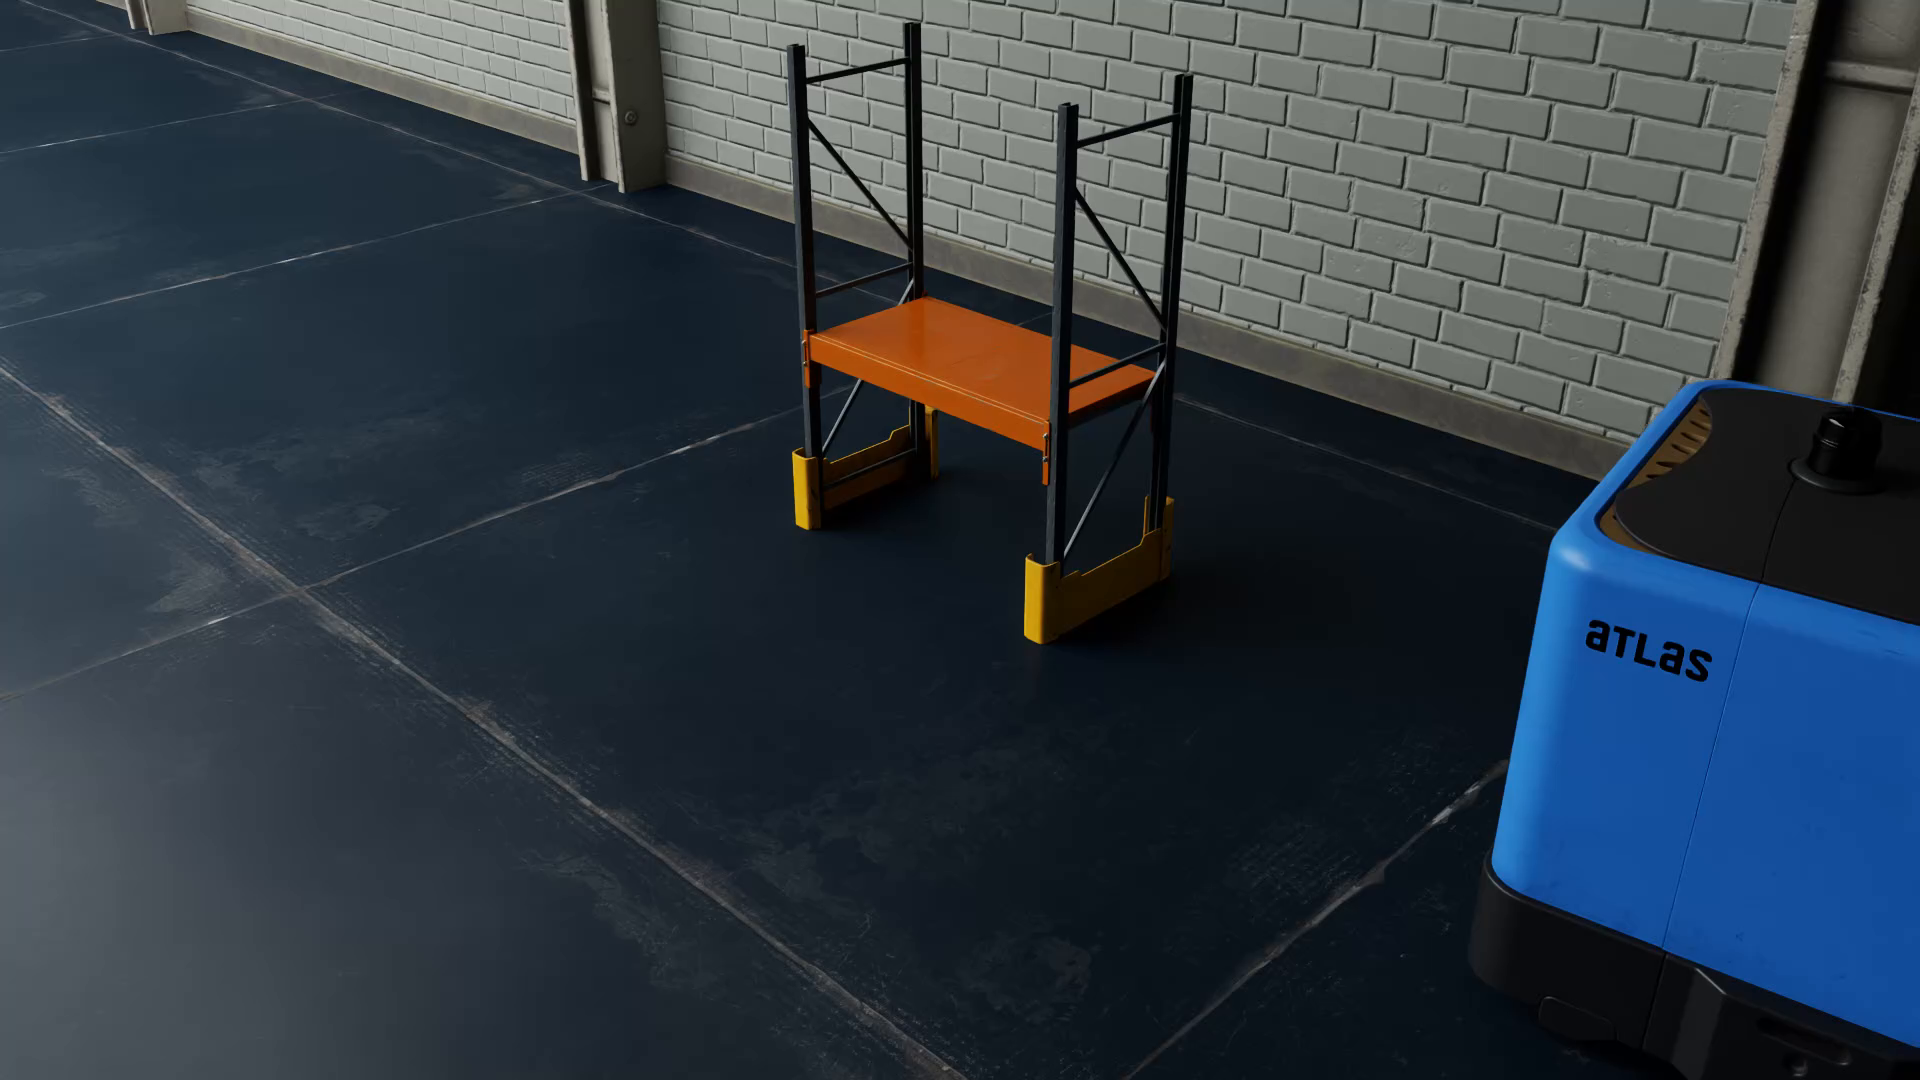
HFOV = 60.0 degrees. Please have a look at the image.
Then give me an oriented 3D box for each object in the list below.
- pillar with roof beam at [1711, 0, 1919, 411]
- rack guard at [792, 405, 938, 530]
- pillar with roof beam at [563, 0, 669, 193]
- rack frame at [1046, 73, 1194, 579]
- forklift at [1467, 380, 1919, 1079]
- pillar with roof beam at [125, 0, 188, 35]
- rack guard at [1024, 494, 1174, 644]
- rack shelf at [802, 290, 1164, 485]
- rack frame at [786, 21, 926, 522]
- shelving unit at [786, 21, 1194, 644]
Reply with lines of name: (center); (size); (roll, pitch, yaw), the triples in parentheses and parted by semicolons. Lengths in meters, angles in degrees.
pillar with roof beam: (-0.528, -2.526, 0.385); (0.400, 9.000, 9.100); (25, 36, 38)
rack guard: (-0.301, -0.248, 5.454); (0.087, 0.250, 0.587); (25, 36, 38)
pillar with roof beam: (-4.806, -4.484, 4.108); (0.400, 9.000, 9.100); (25, 36, 38)
rack frame: (0.423, -0.470, 4.533); (0.032, 1.500, 0.500); (25, 36, 38)
forklift: (2.545, -0.136, 2.359); (3.031, 2.935, 1.130); (18, 33, 31)
pillar with roof beam: (-9.085, -6.441, 7.831); (0.400, 9.000, 9.100); (25, 36, 38)
rack guard: (0.409, 0.077, 4.835); (0.087, 0.250, 0.587); (25, 36, 38)
rack shelf: (0.061, -0.477, 4.932); (1.000, 0.185, 0.538); (25, 36, 38)
rack frame: (-0.302, -0.802, 5.163); (0.032, 1.500, 0.500); (25, 36, 38)
shelving unit: (0.054, -0.639, 4.854); (1.083, 1.500, 0.587); (25, 36, 38)
